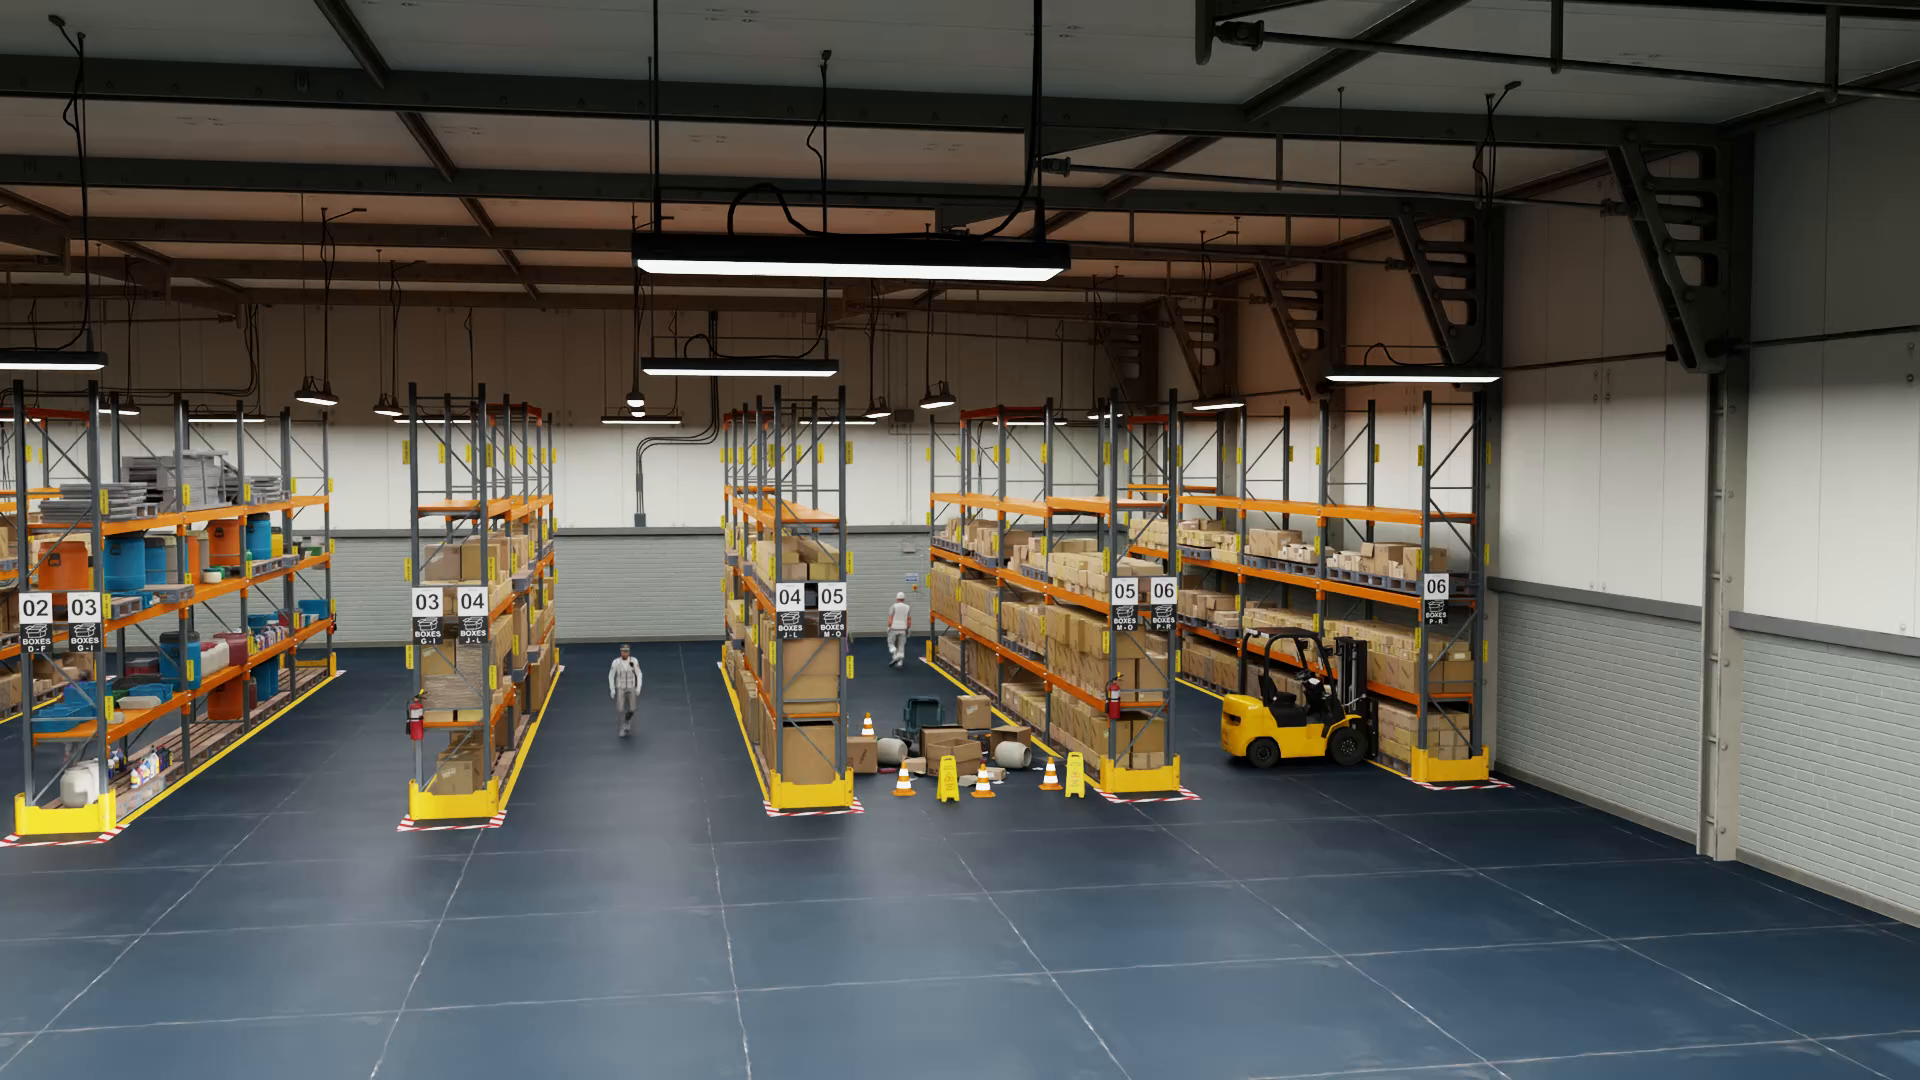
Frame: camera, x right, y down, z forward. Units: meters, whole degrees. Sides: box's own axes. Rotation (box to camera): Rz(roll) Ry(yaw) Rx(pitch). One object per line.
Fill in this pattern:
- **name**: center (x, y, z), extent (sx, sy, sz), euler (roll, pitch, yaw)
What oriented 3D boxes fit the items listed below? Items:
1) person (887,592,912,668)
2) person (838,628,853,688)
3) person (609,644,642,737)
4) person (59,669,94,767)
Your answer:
- **person**: center (-1.425, 2.118, 39.114), extent (0.589, 1.785, 0.461), euler (-1, 3, -13)
- **person**: center (-2.580, 2.435, 35.954), extent (0.556, 1.503, 0.753), euler (0, 3, -8)
- **person**: center (-6.017, 2.672, 29.881), extent (0.583, 1.660, 0.529), euler (-1, 3, -14)
- **person**: center (-14.220, 2.874, 26.868), extent (0.586, 1.546, 0.718), euler (0, 3, -8)
